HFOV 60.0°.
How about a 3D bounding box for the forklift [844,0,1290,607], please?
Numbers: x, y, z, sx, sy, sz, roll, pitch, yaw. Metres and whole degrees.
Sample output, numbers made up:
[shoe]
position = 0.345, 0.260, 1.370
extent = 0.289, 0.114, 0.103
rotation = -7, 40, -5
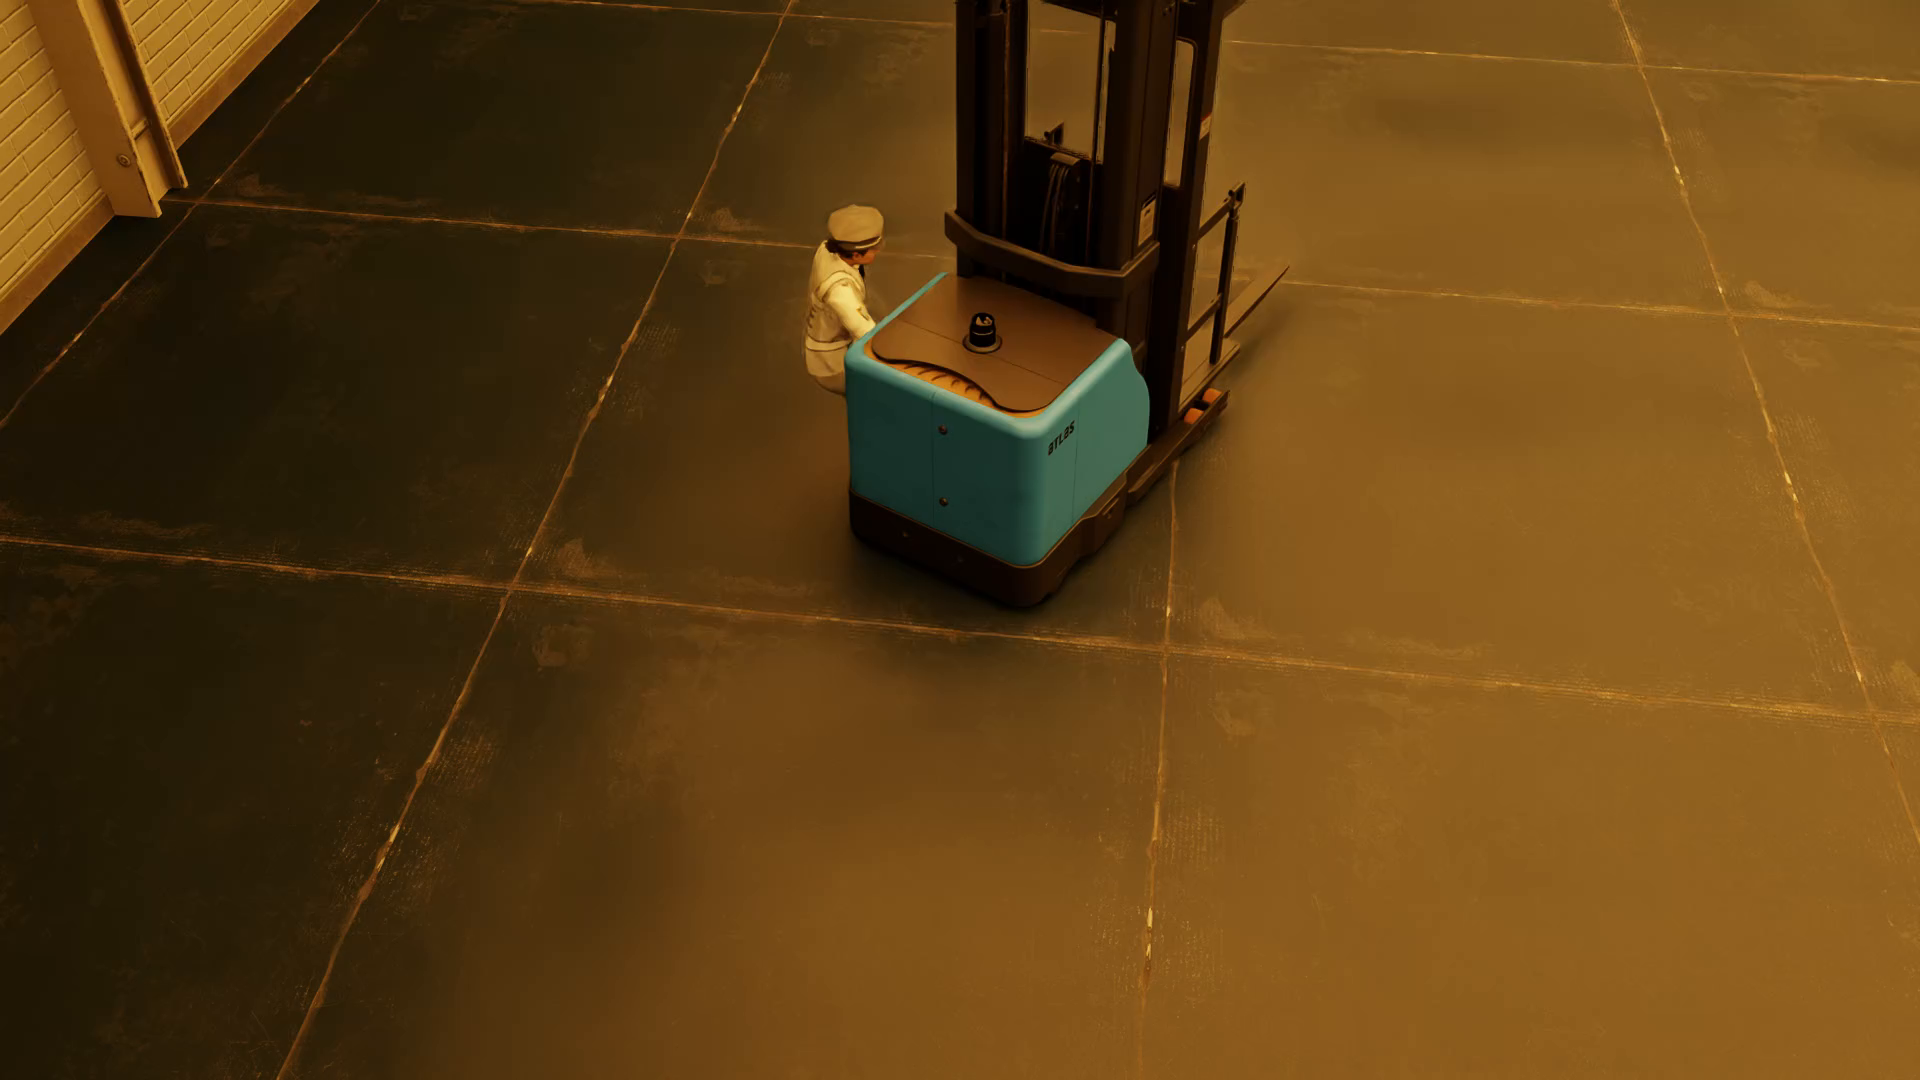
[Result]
[forklift]
position = 0.718, -1.747, 7.626
extent = 1.130, 2.935, 3.031
rotation = 24, 48, 24

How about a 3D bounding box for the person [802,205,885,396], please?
[person]
position = -0.324, -0.918, 7.904
extent = 0.857, 1.465, 0.738
rotation = -7, 43, -7
